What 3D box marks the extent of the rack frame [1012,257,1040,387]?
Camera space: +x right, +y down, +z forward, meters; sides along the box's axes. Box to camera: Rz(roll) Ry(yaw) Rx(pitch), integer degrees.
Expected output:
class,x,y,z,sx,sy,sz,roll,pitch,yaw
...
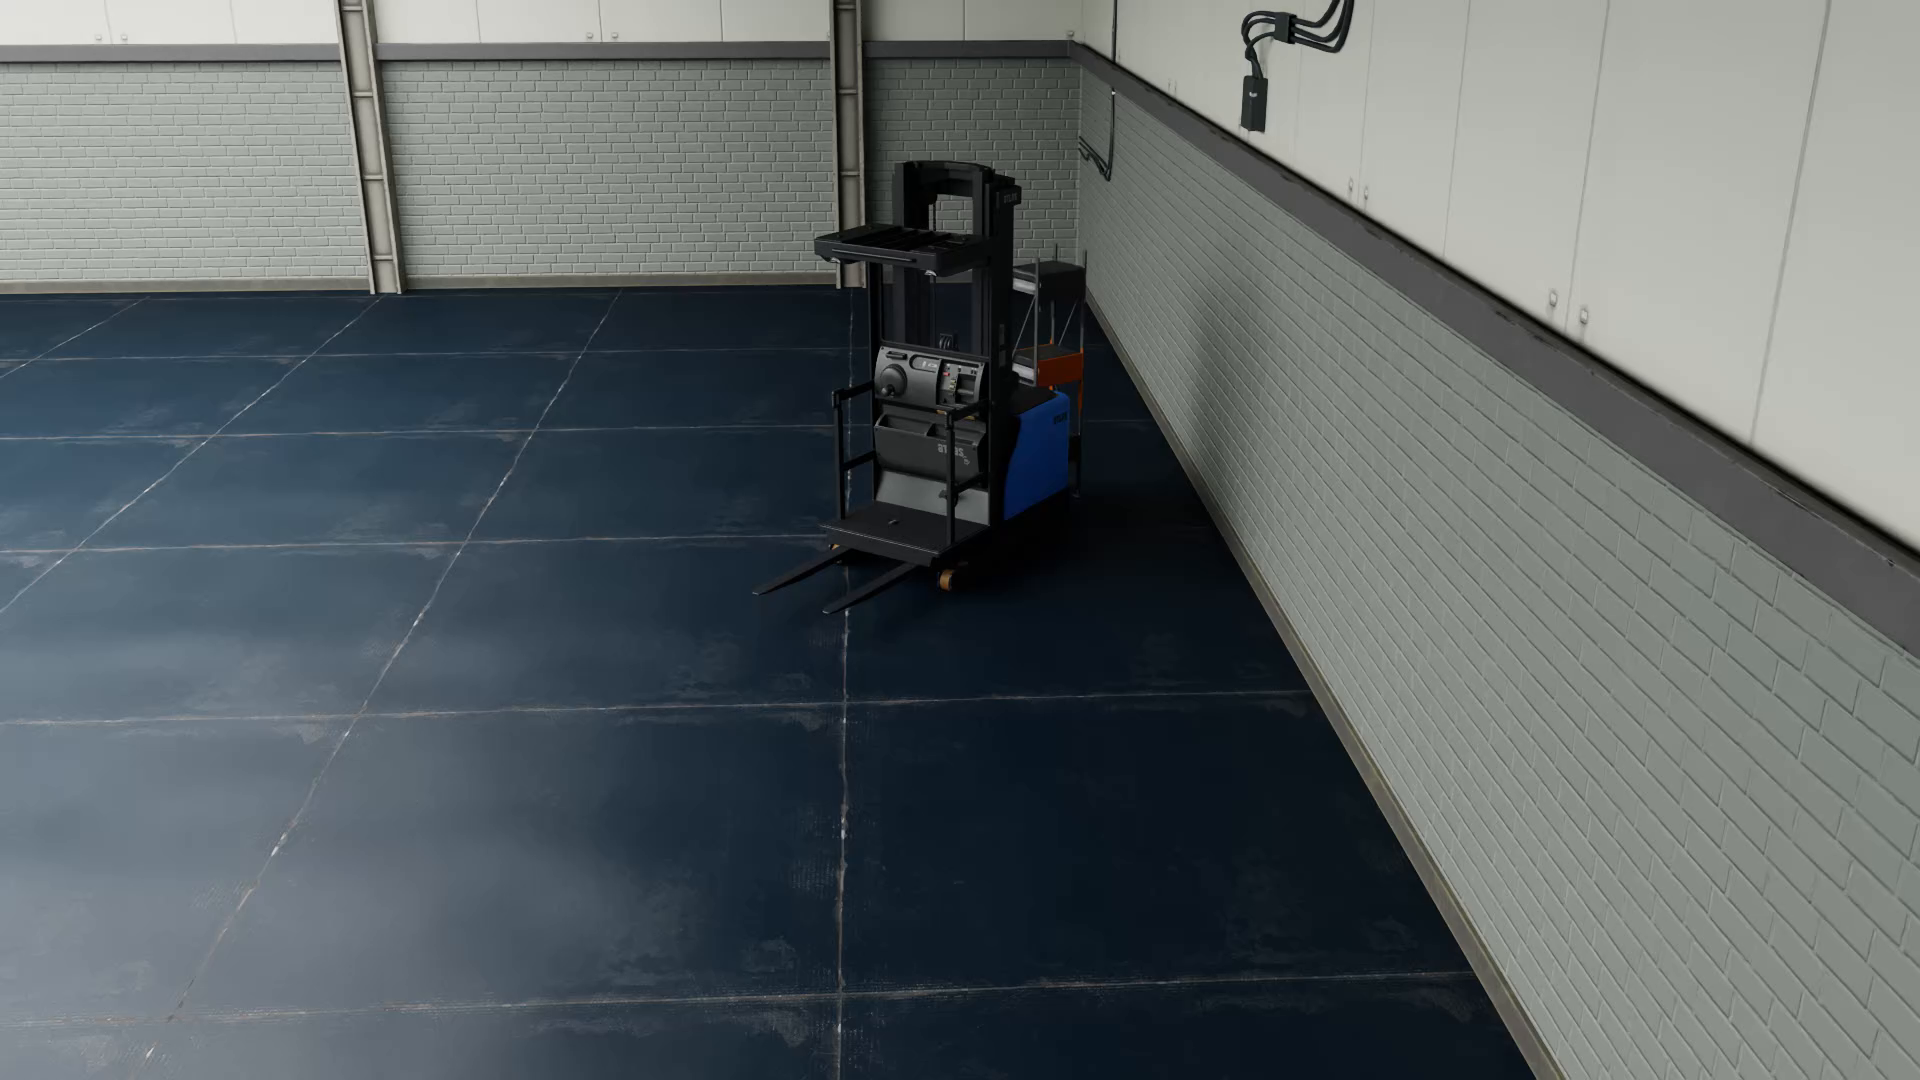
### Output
class,x,y,z,sx,sy,sz,roll,pitch,yaw
rack frame,0.500,-1.287,13.550,0.015,2.100,0.400,-15,26,-34

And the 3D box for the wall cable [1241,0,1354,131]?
class,x,y,z,sx,sy,sz,roll,pitch,yaw
wall cable,2.115,-5.367,9.790,0.169,6.003,2.305,-1,21,-3

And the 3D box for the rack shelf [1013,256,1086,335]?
class,x,y,z,sx,sy,sz,roll,pitch,yaw
rack shelf,0.695,-1.981,13.443,0.480,0.518,0.431,-15,26,-34

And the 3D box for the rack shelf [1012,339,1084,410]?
class,x,y,z,sx,sy,sz,roll,pitch,yaw
rack shelf,0.695,-1.326,13.692,0.480,0.518,0.431,-15,26,-34

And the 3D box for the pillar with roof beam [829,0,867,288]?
class,x,y,z,sx,sy,sz,roll,pitch,yaw
pillar with roof beam,-1.182,-6.031,16.314,0.400,9.000,9.100,-1,21,-3

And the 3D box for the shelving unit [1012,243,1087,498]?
class,x,y,z,sx,sy,sz,roll,pitch,yaw
shelving unit,0.695,-1.339,13.687,0.503,2.100,0.431,-15,26,-34

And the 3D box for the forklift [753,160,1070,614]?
class,x,y,z,sx,sy,sz,roll,pitch,yaw
forklift,-0.338,-1.184,12.110,1.130,2.935,3.031,13,24,30

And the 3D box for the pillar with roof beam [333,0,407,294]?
class,x,y,z,sx,sy,sz,roll,pitch,yaw
pillar with roof beam,-7.172,-5.909,15.994,0.400,9.000,9.100,-1,21,-3

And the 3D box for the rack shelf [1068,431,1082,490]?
class,x,y,z,sx,sy,sz,roll,pitch,yaw
rack shelf,0.695,-0.672,13.941,0.480,0.518,0.431,-15,26,-34

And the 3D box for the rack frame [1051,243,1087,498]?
class,x,y,z,sx,sy,sz,roll,pitch,yaw
rack frame,0.889,-1.391,13.825,0.015,2.100,0.400,-15,26,-34

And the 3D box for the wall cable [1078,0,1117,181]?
class,x,y,z,sx,sy,sz,roll,pitch,yaw
wall cable,1.589,-5.699,19.806,0.112,2.526,3.097,-1,21,-3
